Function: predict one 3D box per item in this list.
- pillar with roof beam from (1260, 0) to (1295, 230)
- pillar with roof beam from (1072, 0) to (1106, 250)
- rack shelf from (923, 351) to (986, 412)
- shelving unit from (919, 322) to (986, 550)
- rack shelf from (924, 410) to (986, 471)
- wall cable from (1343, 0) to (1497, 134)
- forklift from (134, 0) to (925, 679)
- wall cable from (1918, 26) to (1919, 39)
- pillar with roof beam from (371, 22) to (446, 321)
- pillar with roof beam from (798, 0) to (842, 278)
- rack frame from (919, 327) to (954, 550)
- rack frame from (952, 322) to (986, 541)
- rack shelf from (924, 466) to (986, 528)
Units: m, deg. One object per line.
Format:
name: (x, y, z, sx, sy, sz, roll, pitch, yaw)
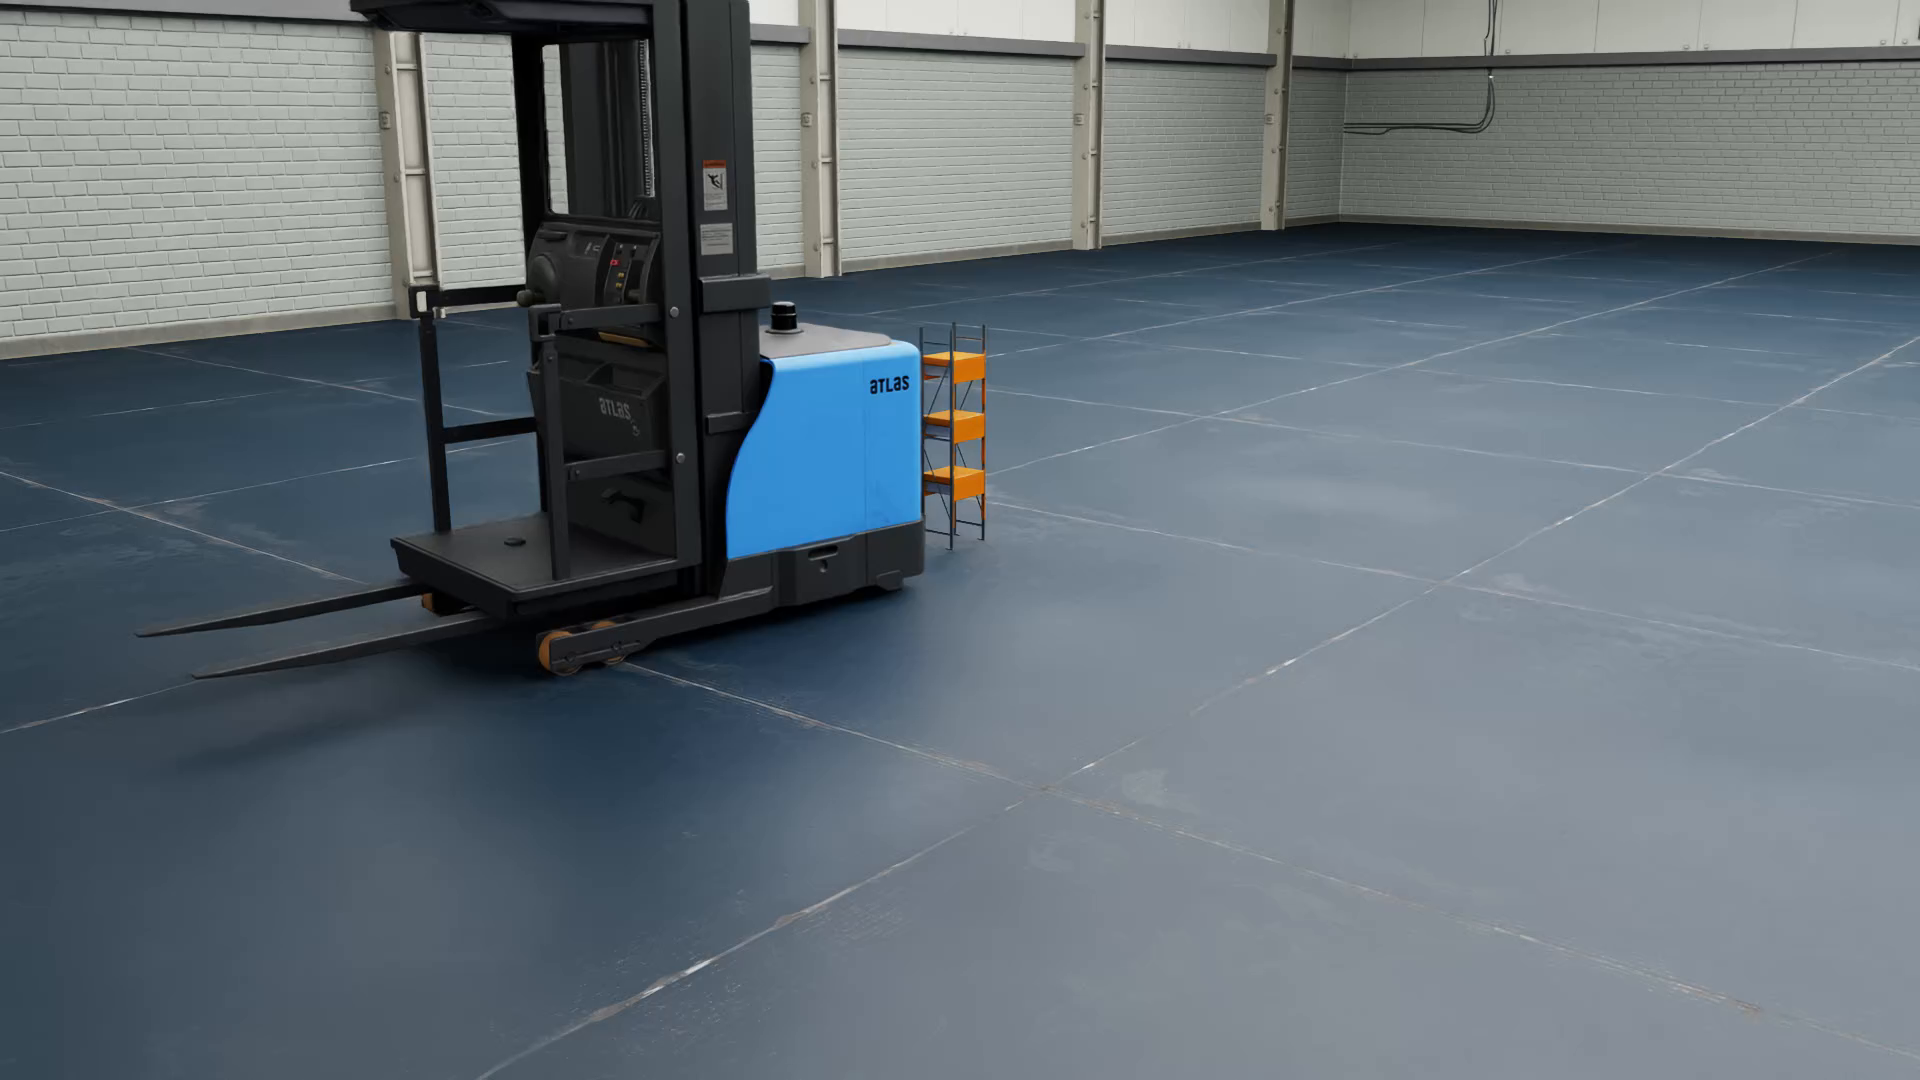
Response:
pillar with roof beam: (9.106, -9.430, 26.966, 9.100, 9.000, 0.400, 11, 18, 38)
pillar with roof beam: (5.335, -8.281, 22.443, 9.100, 9.000, 0.400, 11, 18, 38)
rack shelf: (-0.034, -0.763, 7.886, 0.215, 0.259, 0.240, 11, 18, 38)
shelving unit: (-0.034, -0.499, 7.953, 0.215, 1.050, 0.252, 11, 18, 38)
rack shelf: (-0.034, -0.488, 7.956, 0.215, 0.259, 0.240, 11, 18, 38)
wall cable: (8.638, -8.951, 31.386, 3.097, 2.526, 0.112, 11, 18, 38)
forklift: (-1.592, -1.063, 6.353, 3.031, 2.935, 1.130, -12, 19, -40)
wall cable: (16.012, -10.632, 24.790, 2.305, 6.003, 0.169, 11, 18, 38)
pillar with roof beam: (-2.207, -5.983, 13.397, 9.100, 9.000, 0.400, 11, 18, 38)
pillar with roof beam: (1.564, -7.132, 17.920, 9.100, 9.000, 0.400, 11, 18, 38)
rack frame: (-0.110, -0.475, 7.861, 0.200, 1.050, 0.008, 11, 18, 38)
rack frame: (0.043, -0.522, 8.045, 0.200, 1.050, 0.008, 11, 18, 38)
rack shelf: (-0.034, -0.219, 8.024, 0.215, 0.259, 0.240, 11, 18, 38)
